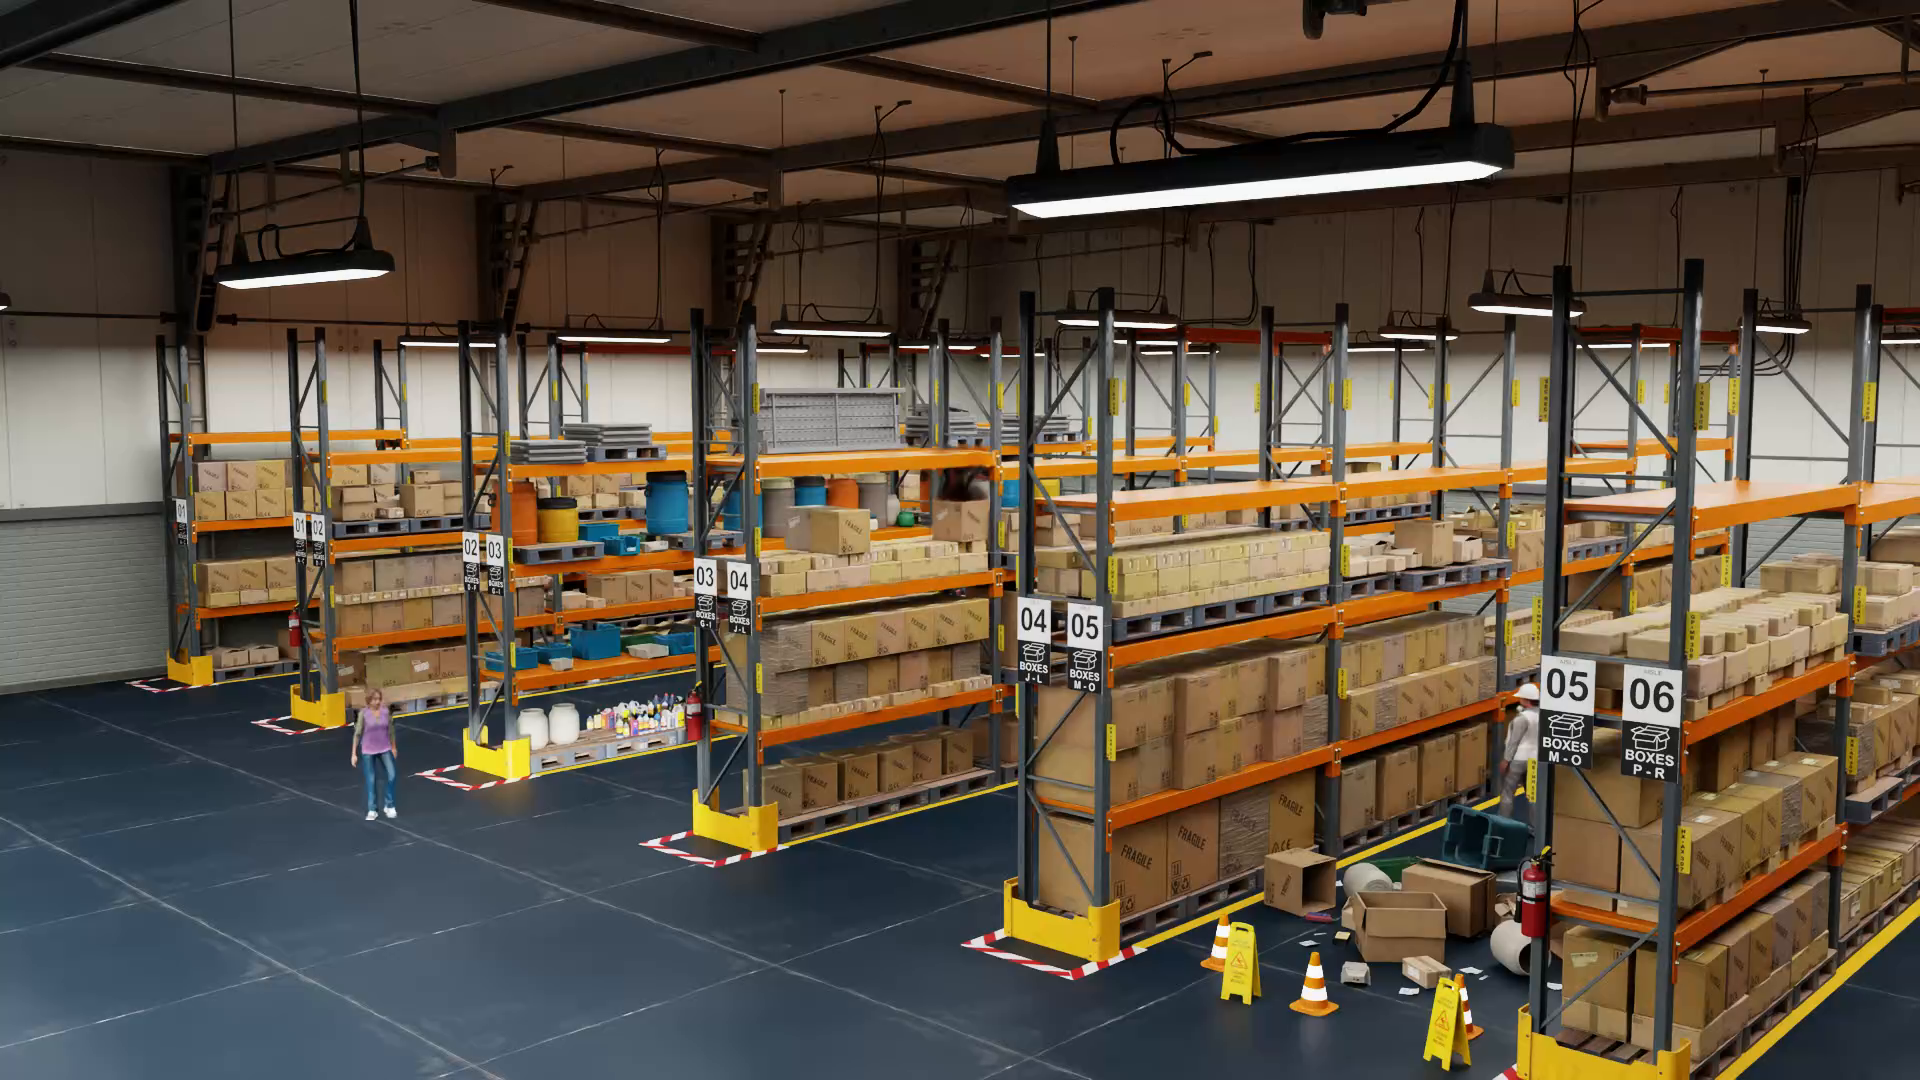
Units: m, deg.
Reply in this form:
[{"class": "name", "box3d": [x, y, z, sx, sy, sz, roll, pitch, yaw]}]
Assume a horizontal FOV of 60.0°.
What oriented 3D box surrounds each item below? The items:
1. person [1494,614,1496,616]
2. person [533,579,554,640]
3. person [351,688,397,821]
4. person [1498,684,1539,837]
[{"class": "person", "box3d": [8.130, 1.951, 25.272, 1.021, 1.681, 0.587, -5, 7, -41]}, {"class": "person", "box3d": [-7.501, 1.518, 30.270, 0.567, 1.695, 0.396, 0, 5, -5]}, {"class": "person", "box3d": [-6.957, 2.544, 19.744, 0.546, 1.620, 0.342, -3, 6, -31]}, {"class": "person", "box3d": [6.399, 2.512, 18.961, 0.603, 1.779, 0.479, -2, 6, -20]}]
